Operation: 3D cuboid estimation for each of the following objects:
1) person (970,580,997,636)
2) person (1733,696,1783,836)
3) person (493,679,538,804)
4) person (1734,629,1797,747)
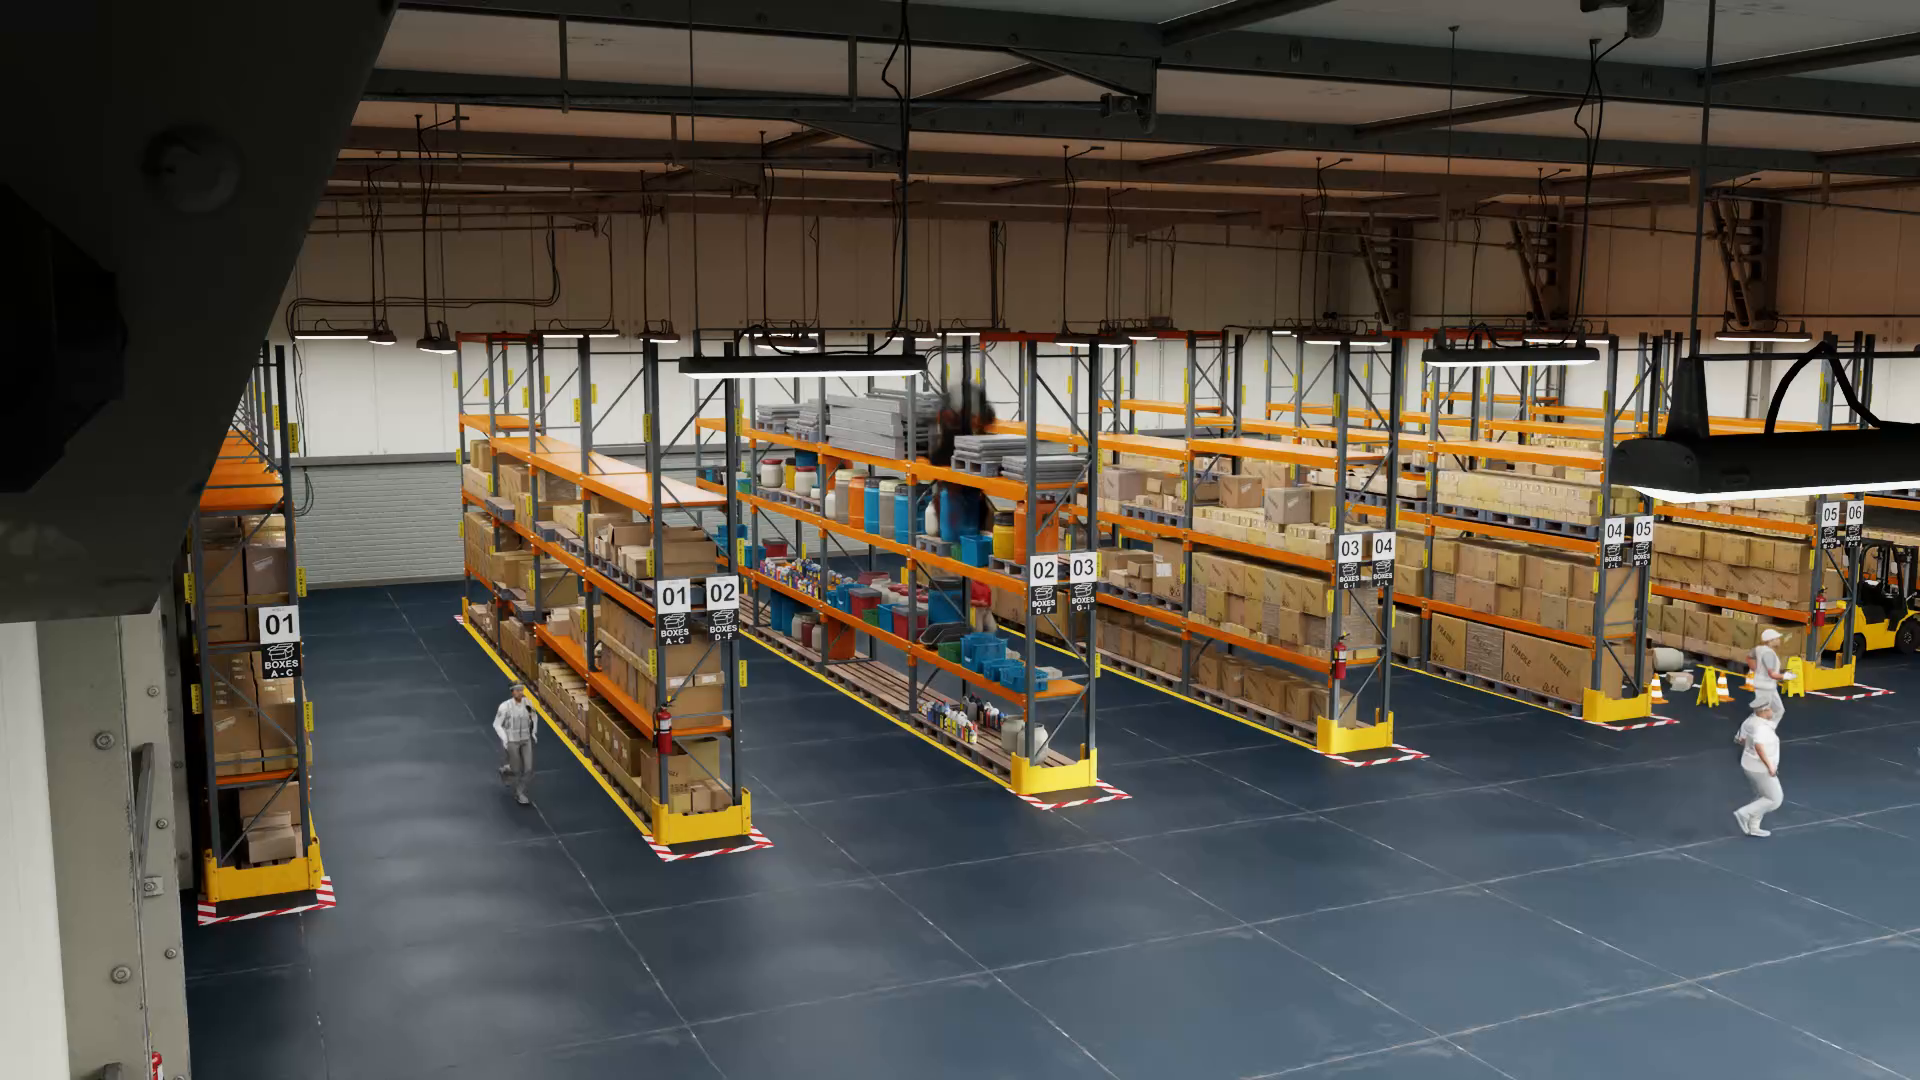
[{"bbox_3d":[0.429,1.364,30.670,0.640,1.705,0.645,-5,9,-35],"label":"person"},{"bbox_3d":[9.696,2.760,20.218,0.548,1.741,0.658,1,8,6],"label":"person"},{"bbox_3d":[-5.812,2.601,21.775,0.603,1.648,0.593,-6,10,-36],"label":"person"},{"bbox_3d":[11.739,2.201,24.226,0.770,1.849,0.679,3,8,22],"label":"person"}]
